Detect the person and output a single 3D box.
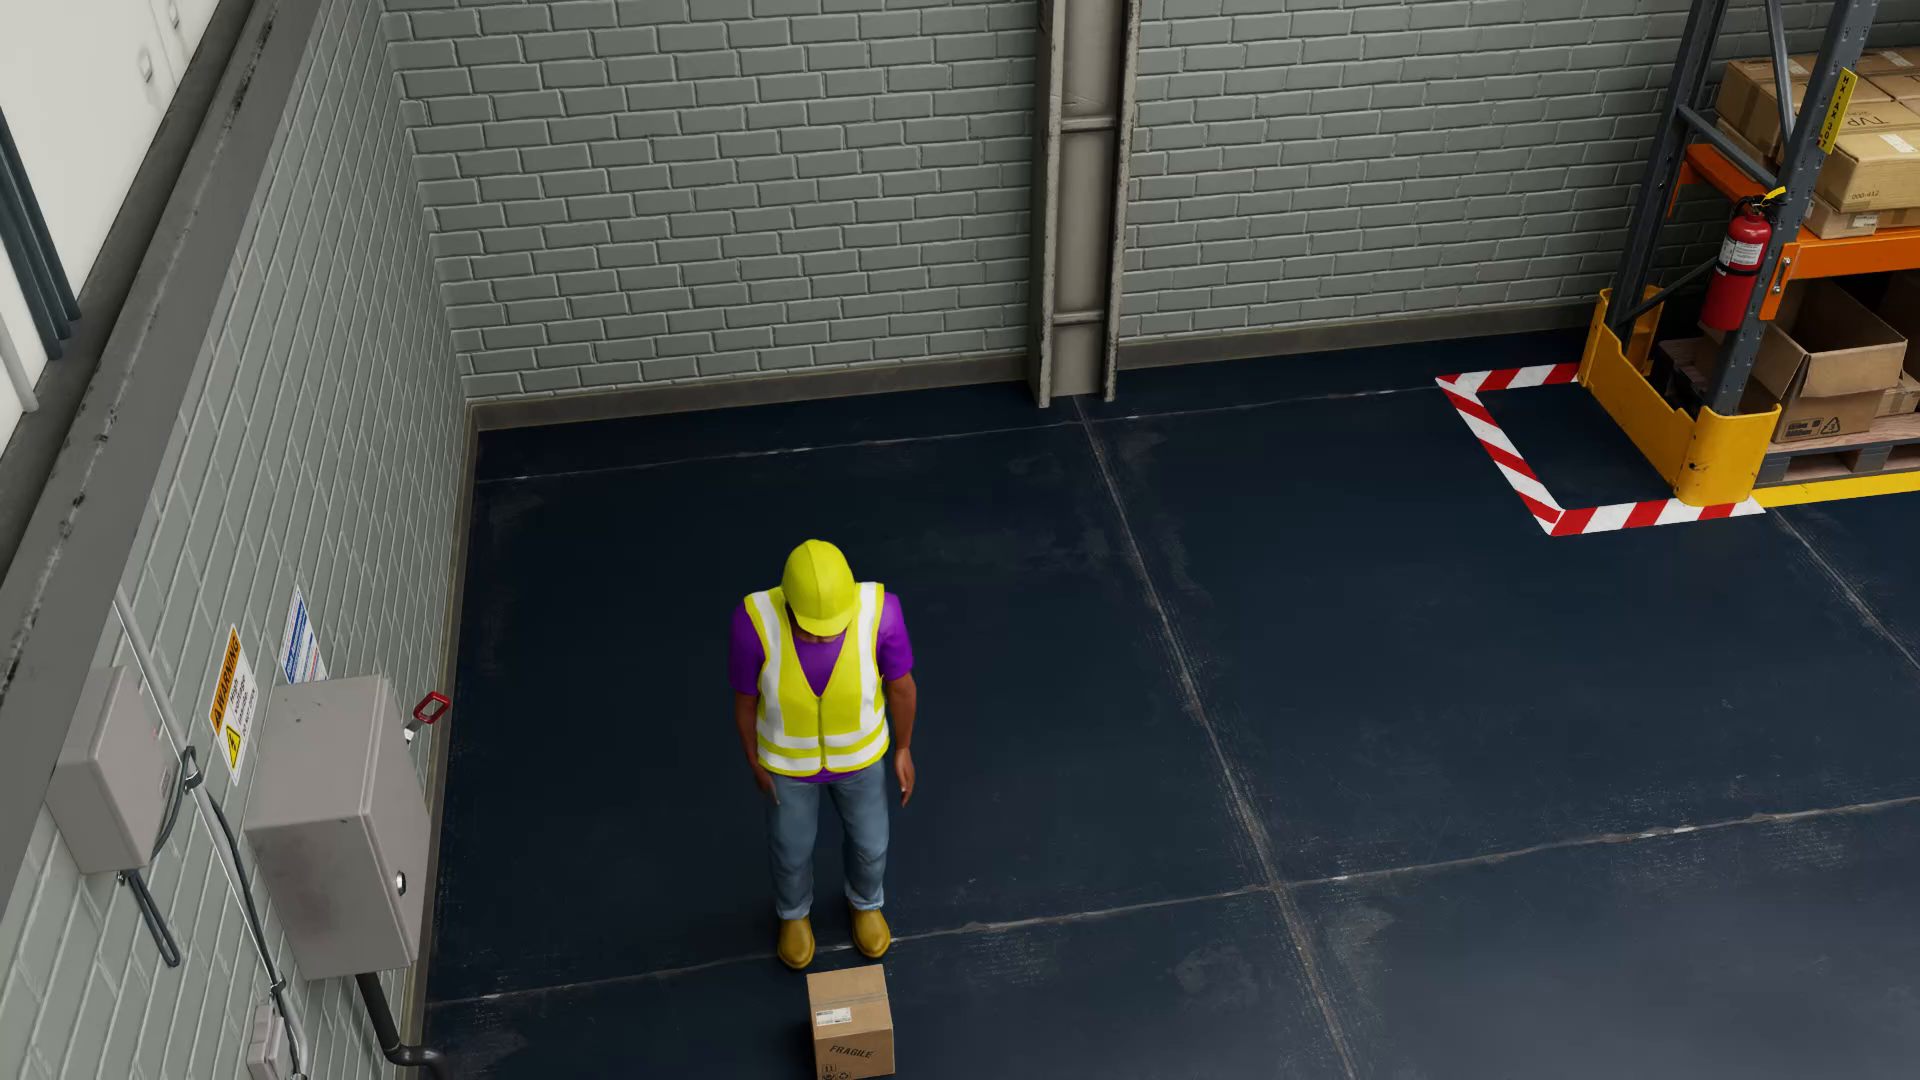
[{"bbox_3d":[-0.418,0.681,5.290,0.575,1.748,0.390,-6,39,-7],"label":"person"}]
